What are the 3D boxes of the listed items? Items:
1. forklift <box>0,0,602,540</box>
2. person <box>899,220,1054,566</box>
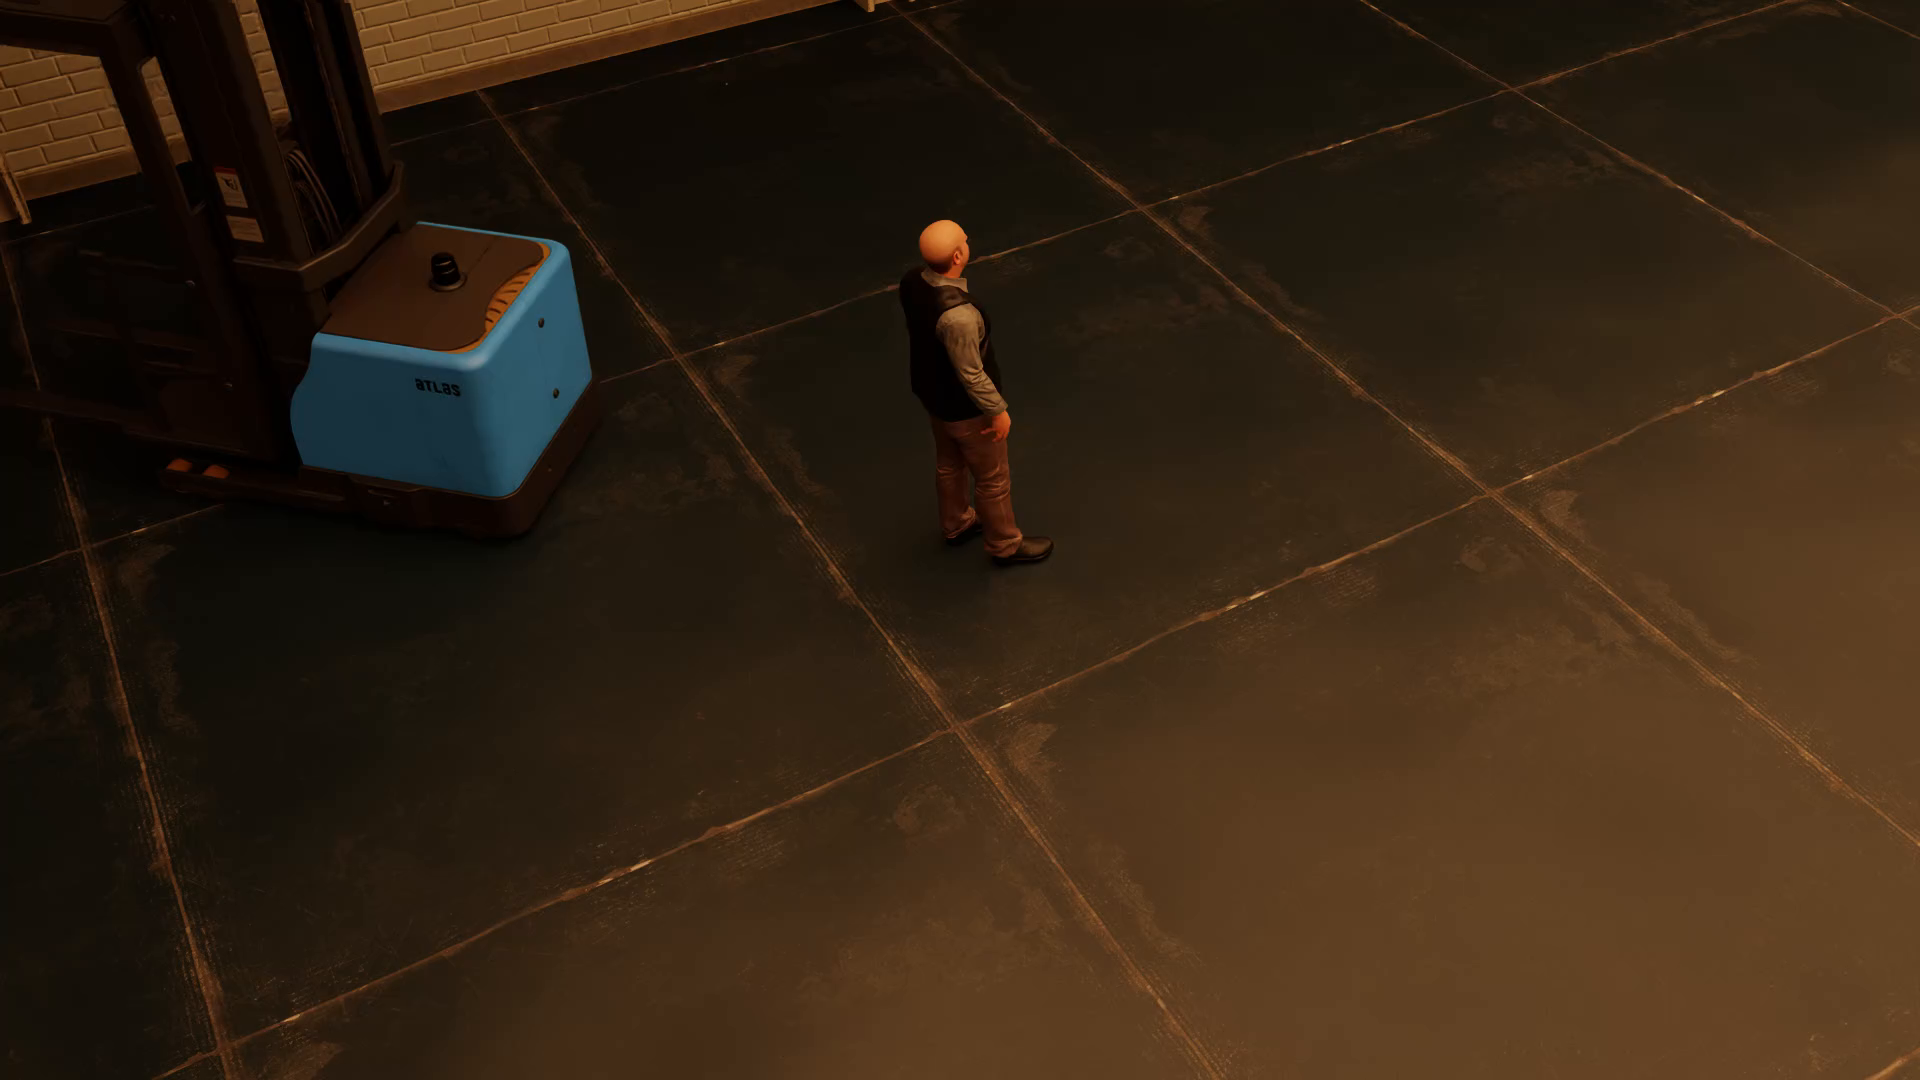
[{"bbox_3d":[-3.388,-1.610,7.434,3.031,2.935,1.130,10,44,10],"label":"forklift"},{"bbox_3d":[0.058,-0.654,7.281,0.566,1.722,0.633,-21,47,-21],"label":"person"}]
